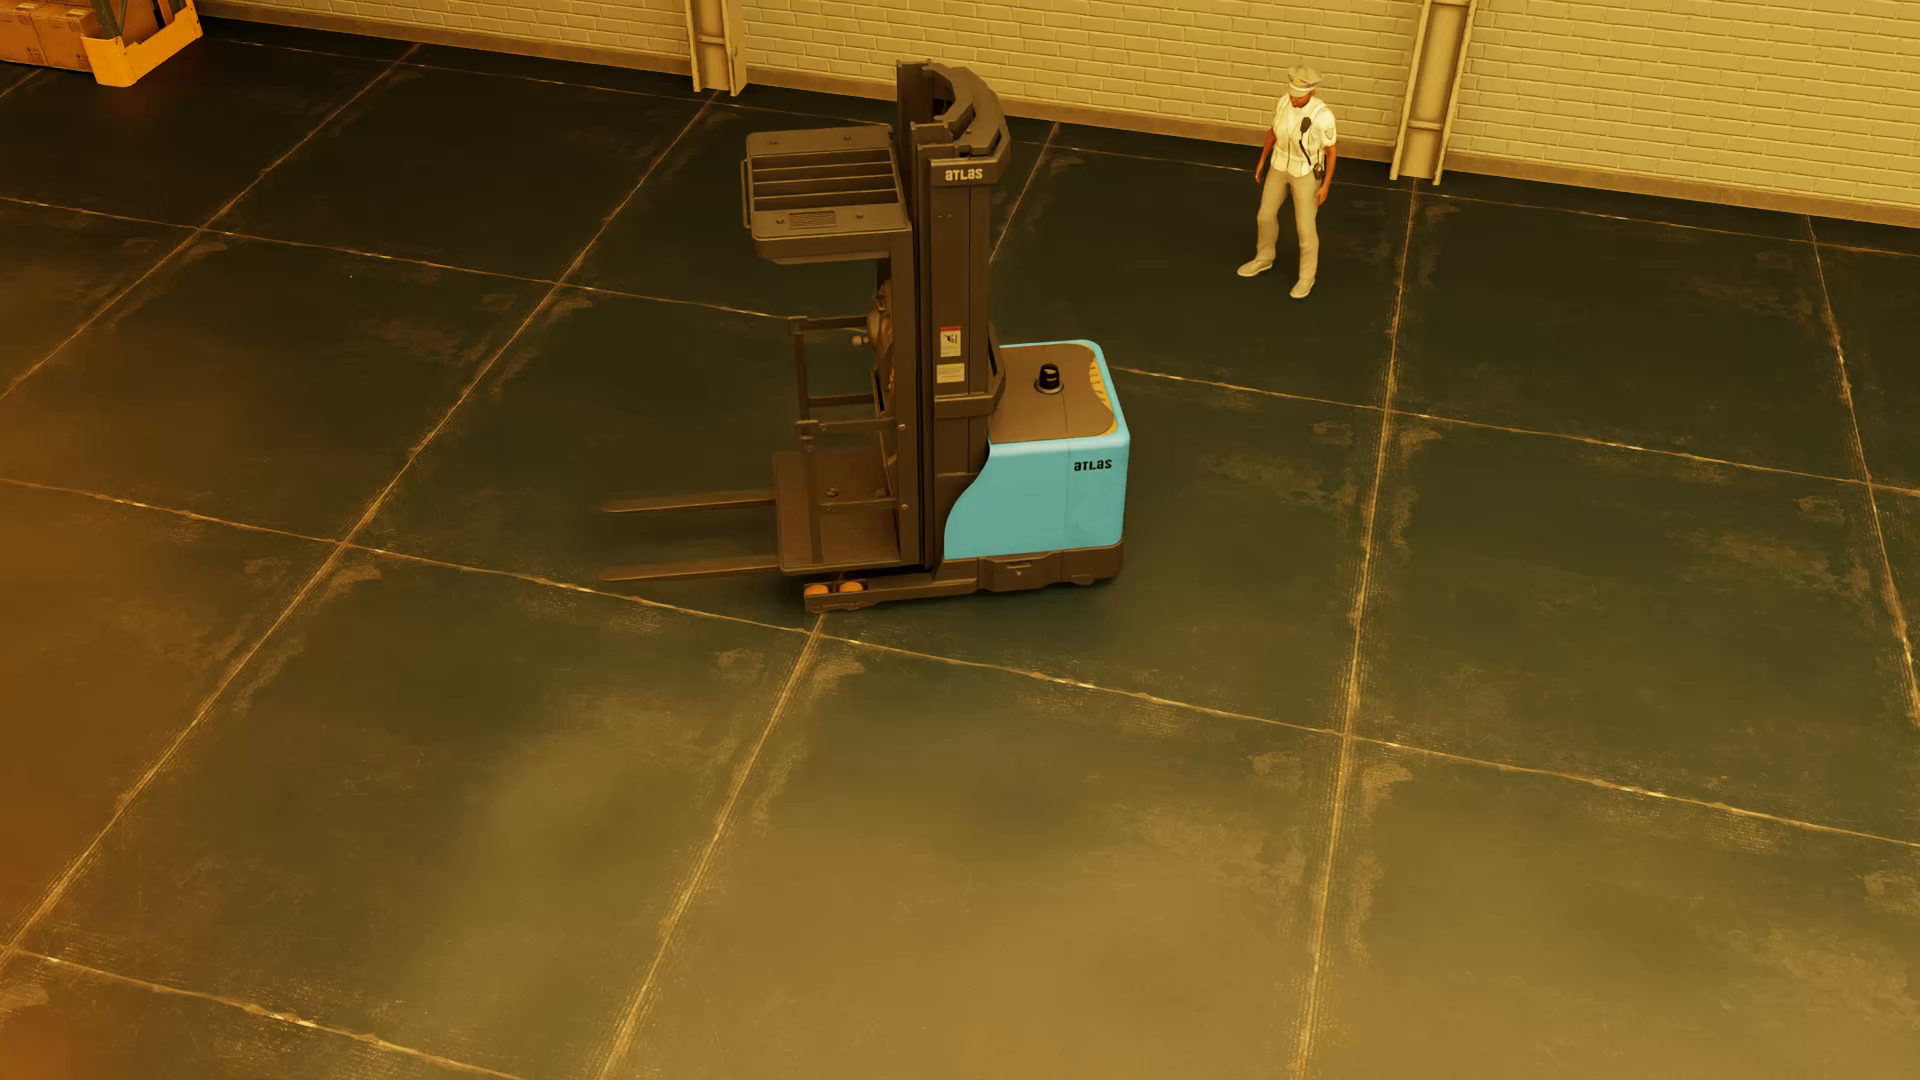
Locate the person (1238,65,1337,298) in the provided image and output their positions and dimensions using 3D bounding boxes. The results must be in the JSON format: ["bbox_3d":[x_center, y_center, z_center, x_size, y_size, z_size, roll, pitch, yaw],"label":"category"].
[{"bbox_3d":[2.368,-2.573,11.768,0.597,1.660,0.405,31,50,30],"label":"person"}]

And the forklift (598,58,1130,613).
[{"bbox_3d":[-0.604,-1.052,9.062,3.031,2.935,1.130,-5,41,-5],"label":"forklift"}]
